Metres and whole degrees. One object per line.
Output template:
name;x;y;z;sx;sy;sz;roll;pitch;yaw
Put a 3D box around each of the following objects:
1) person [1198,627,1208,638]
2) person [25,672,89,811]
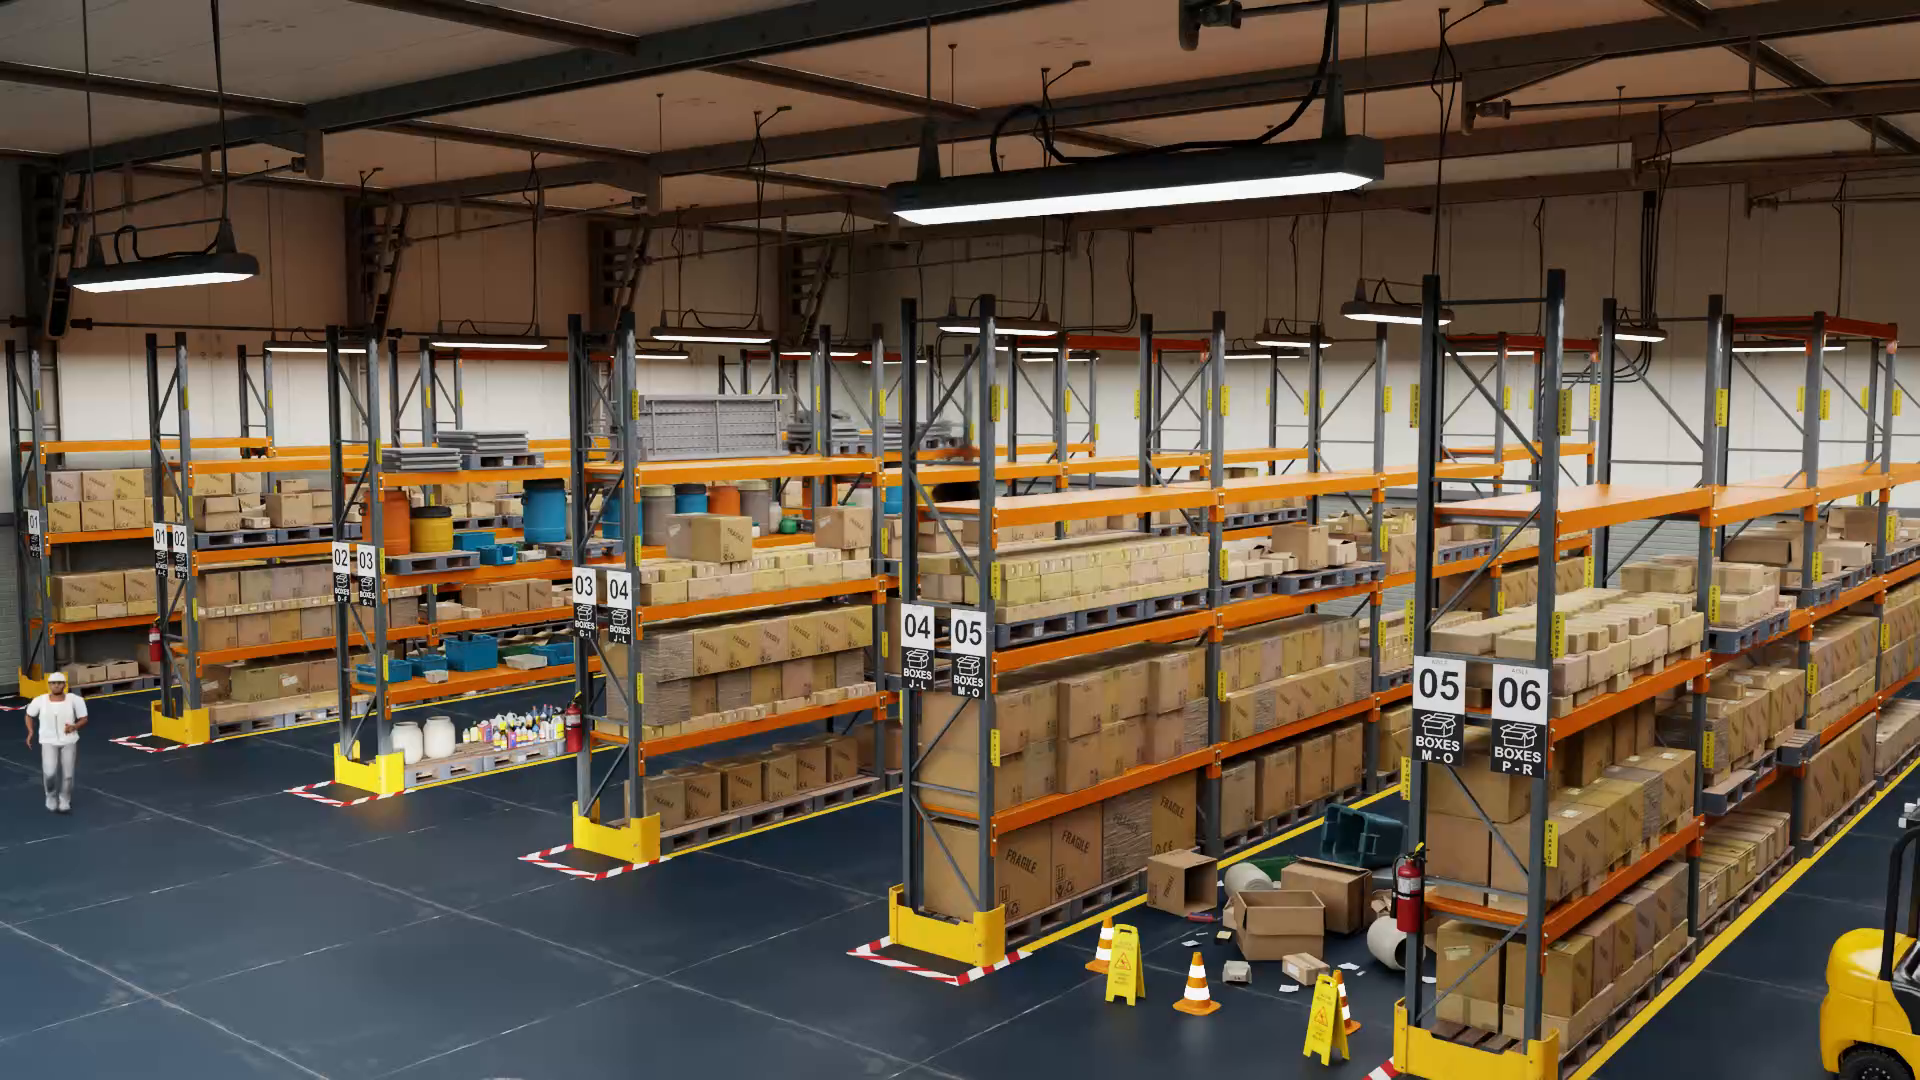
person;3.281;2.022;22.175;0.689;1.894;0.820;4;7;39
person;-10.979;2.469;20.238;0.683;1.726;0.634;-3;6;-28
